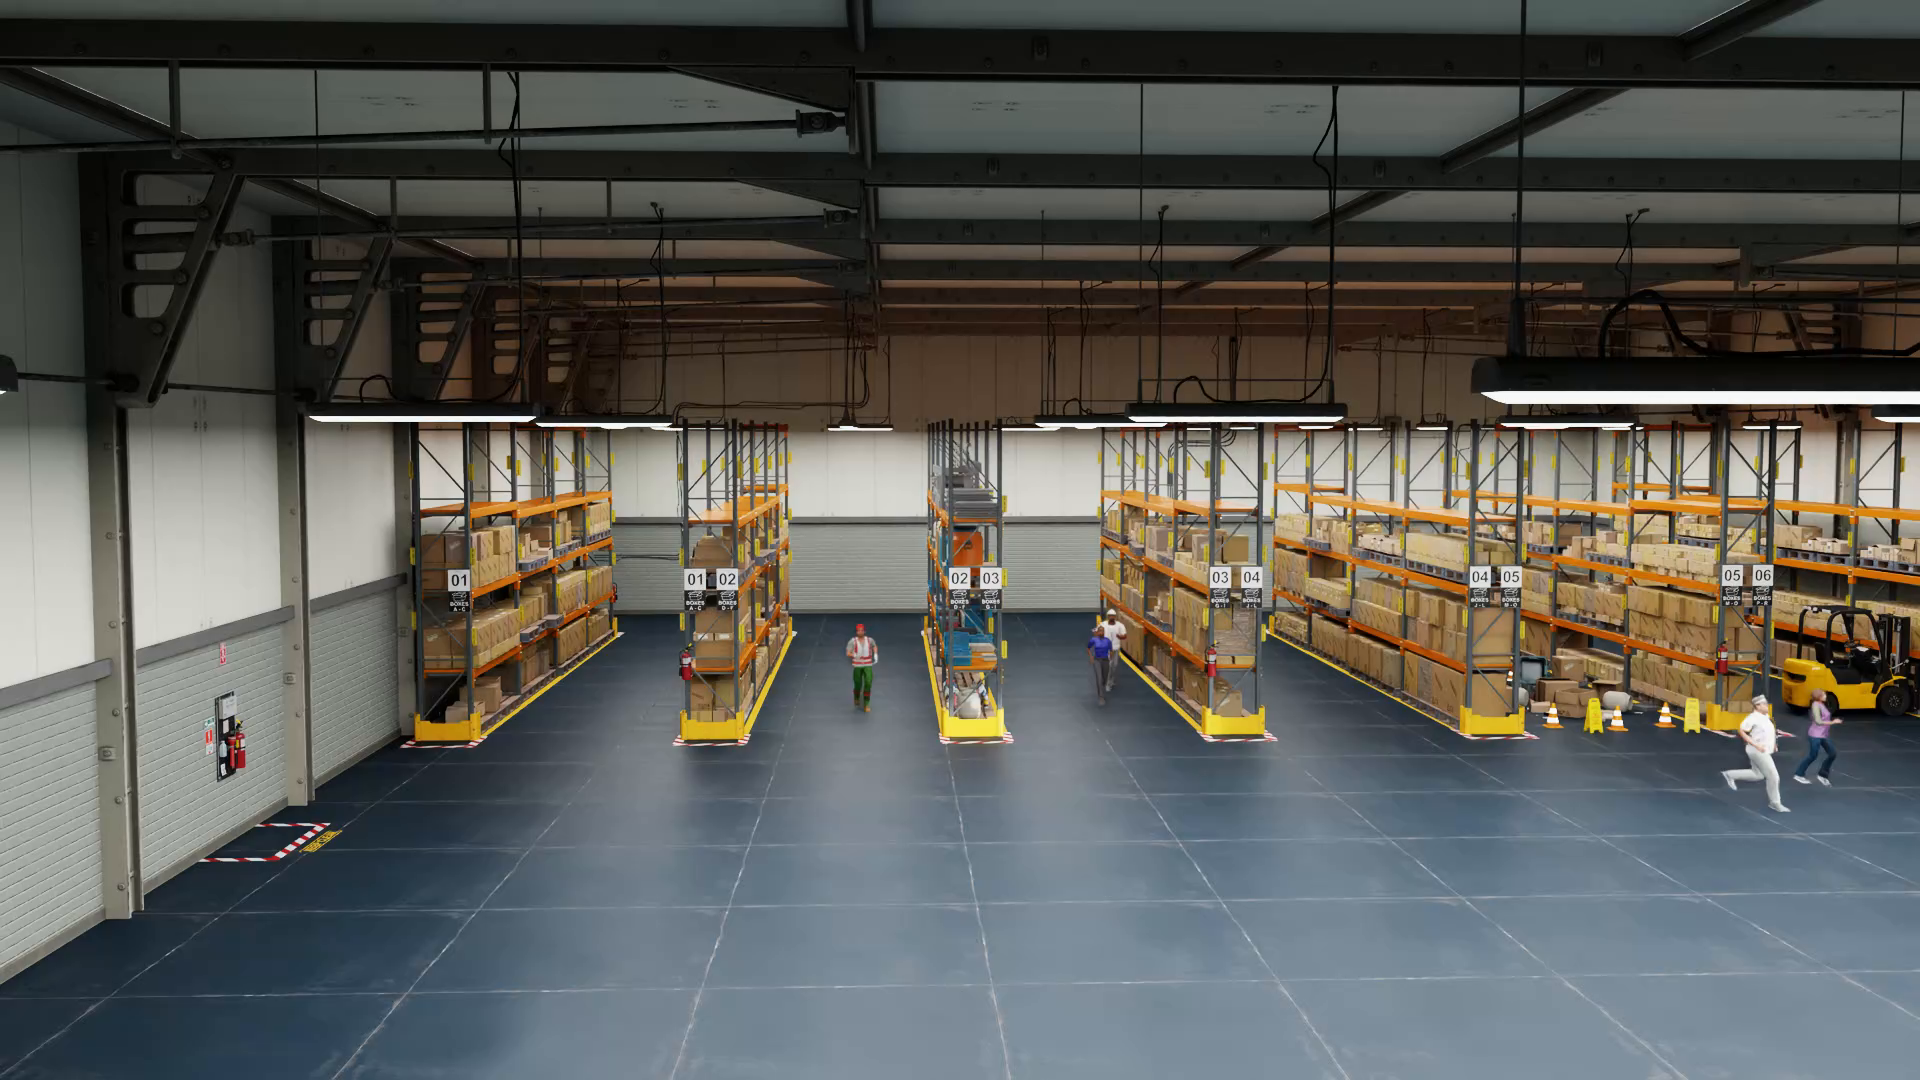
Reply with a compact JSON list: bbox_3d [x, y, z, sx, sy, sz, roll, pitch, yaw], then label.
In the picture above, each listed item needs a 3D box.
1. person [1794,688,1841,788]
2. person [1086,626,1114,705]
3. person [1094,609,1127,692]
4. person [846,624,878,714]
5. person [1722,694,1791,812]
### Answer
[{"bbox_3d":[13.884,3.207,26.872,0.526,1.648,0.684,-4,5,-45],"label":"person"},{"bbox_3d":[2.990,2.654,35.440,0.579,1.644,0.842,-1,4,-9],"label":"person"},{"bbox_3d":[3.378,2.458,37.194,0.674,1.825,0.782,0,4,-5],"label":"person"},{"bbox_3d":[-2.017,2.636,34.384,0.665,1.810,0.900,-1,4,-10],"label":"person"},{"bbox_3d":[12.230,3.239,25.484,0.997,1.779,0.643,3,5,38],"label":"person"}]
